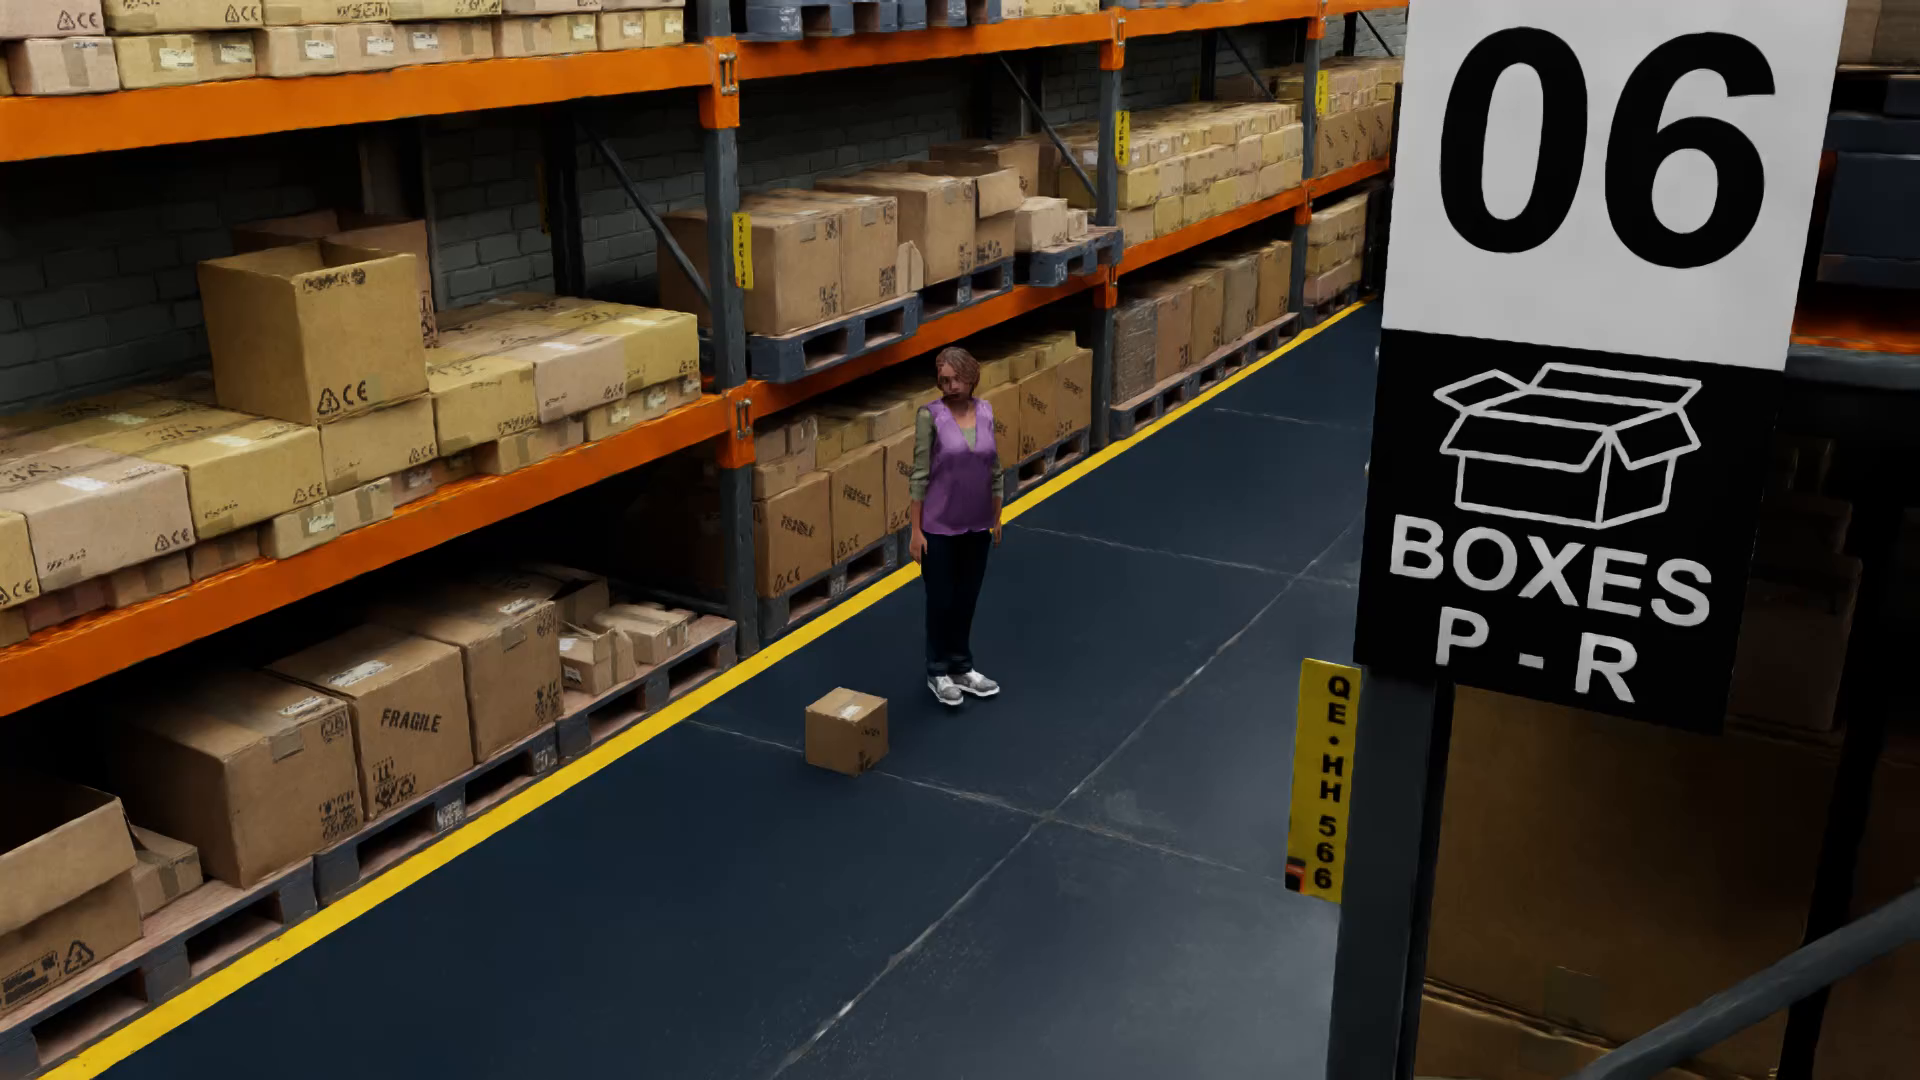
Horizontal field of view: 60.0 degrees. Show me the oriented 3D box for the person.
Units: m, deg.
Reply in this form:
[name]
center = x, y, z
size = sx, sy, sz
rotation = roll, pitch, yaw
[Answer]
[person]
center = -0.014, -0.055, 7.188
size = 0.465, 1.599, 0.326
rotation = -11, 23, -29
